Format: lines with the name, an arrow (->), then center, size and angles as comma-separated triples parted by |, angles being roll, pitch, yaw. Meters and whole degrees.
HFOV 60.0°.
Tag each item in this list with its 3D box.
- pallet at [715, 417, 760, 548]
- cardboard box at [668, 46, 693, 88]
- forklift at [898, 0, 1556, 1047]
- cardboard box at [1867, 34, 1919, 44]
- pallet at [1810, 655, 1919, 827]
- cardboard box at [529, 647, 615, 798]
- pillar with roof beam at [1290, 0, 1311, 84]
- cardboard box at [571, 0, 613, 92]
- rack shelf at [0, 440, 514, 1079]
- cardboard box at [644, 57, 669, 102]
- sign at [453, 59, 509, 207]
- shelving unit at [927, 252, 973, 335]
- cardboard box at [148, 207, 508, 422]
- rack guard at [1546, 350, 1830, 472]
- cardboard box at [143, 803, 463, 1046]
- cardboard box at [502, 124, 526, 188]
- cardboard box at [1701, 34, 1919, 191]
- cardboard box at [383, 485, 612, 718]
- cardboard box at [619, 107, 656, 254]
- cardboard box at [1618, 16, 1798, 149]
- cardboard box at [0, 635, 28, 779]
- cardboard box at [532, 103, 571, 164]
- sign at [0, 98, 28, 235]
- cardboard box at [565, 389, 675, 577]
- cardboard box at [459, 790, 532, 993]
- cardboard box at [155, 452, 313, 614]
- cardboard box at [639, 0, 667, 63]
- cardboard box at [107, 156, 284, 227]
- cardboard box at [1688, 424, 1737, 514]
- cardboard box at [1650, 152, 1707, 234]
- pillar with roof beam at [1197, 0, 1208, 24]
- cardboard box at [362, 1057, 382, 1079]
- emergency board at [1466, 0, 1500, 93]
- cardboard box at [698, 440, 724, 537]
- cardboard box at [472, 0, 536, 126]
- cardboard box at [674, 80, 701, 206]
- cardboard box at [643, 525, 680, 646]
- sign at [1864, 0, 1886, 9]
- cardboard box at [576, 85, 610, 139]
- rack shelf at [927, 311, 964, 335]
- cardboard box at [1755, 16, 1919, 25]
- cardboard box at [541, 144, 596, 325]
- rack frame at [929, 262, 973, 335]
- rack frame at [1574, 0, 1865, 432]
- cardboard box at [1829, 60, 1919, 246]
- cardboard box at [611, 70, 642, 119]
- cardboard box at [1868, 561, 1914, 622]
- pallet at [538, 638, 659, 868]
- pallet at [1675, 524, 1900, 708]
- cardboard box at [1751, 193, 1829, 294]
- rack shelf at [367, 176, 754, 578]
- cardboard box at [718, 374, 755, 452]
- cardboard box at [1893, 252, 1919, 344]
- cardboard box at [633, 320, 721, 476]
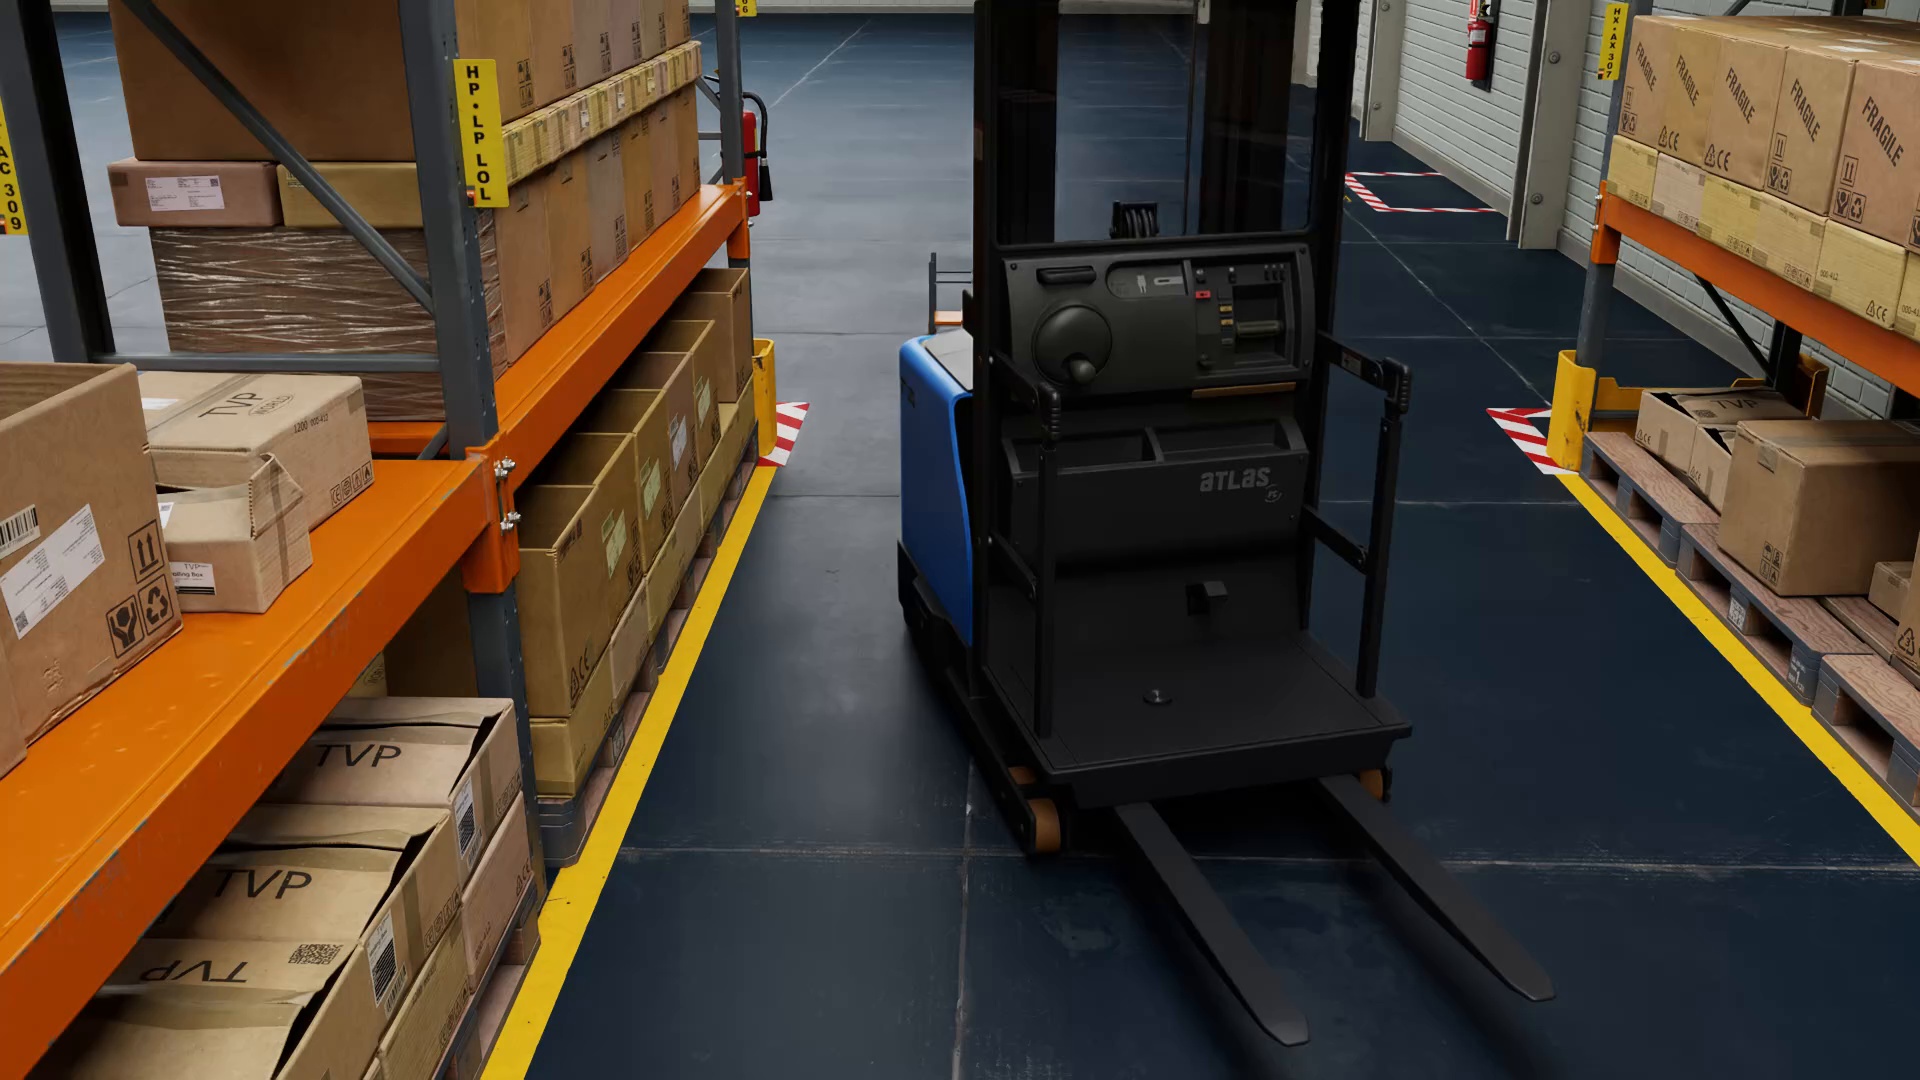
pallet -> -1.484, -0.283, 7.466 | 1.003, 0.211, 1.213 | 1, 21, 2
cardboard box -> -1.330, -1.974, 6.934 | 0.380, 0.149, 0.250 | 1, 21, 3
forklift -> 0.639, -0.626, 4.590 | 1.130, 2.935, 3.031 | -5, 22, -14
cardboard box -> 3.611, -1.554, 6.030 | 0.500, 0.500, 0.500 | 0, 21, 0
pallet -> 3.313, 0.696, 4.942 | 1.003, 0.211, 1.213 | 1, 21, 2
cardboard box -> -1.307, 0.508, 4.793 | 0.500, 0.250, 0.500 | 1, 21, 2
pillar with roof beam -> 0.537, -10.896, 22.672 | 9.100, 9.000, 0.400 | 1, 21, 2
cardboard box -> -1.571, -1.770, 5.512 | 0.700, 0.500, 0.500 | 1, 21, 2
rack shelf -> -1.685, 0.645, 2.214 | 1.077, 0.370, 4.000 | 1, 21, 2
cardboard box -> -1.348, -1.790, 6.462 | 0.380, 0.149, 0.250 | 1, 21, 2
sign -> -1.081, -0.914, 3.746 | 0.100, 0.325, 0.005 | 1, 21, 2
shelving unit -> 0.000, -0.565, 6.825 | 0.258, 1.200, 0.189 | 1, 21, 2
cardboard box -> -1.617, -0.621, 4.343 | 0.700, 0.500, 0.500 | 0, 21, 0
rack guard -> 3.447, -0.614, 7.920 | 1.175, 0.500, 0.348 | 1, 21, 2
cardboard box -> -1.359, 0.749, 3.397 | 0.500, 0.311, 0.500 | 1, 21, 3
cardboard box -> -1.409, -1.042, 4.532 | 0.380, 0.149, 0.250 | 0, 21, 0
cardboard box -> 3.087, -1.561, 6.048 | 0.500, 0.500, 0.500 | 0, 21, 0
cardboard box -> -1.297, 0.159, 4.657 | 0.500, 0.500, 0.500 | 1, 21, 2
cardboard box -> -1.561, -1.368, 6.270 | 0.700, 0.500, 0.500 | 1, 21, 2
cardboard box -> 3.134, -1.926, 6.990 | 0.500, 0.500, 0.500 | 1, 21, 2
cardboard box -> -1.695, 0.189, 2.257 | 0.500, 0.500, 0.500 | 1, 21, 2
cardboard box -> -1.392, -1.227, 5.009 | 0.380, 0.149, 0.250 | 0, 21, 0
sign -> -2.179, -0.860, 3.791 | 0.100, 0.325, 0.005 | 1, 21, 2
cardboard box -> -1.267, -0.203, 5.589 | 0.500, 0.500, 0.500 | 1, 21, 2
cardboard box -> -1.347, 0.826, 3.975 | 0.500, 0.250, 0.500 | 0, 21, 1
cardboard box -> -1.467, -0.031, 3.148 | 0.396, 0.266, 0.258 | 0, 21, 0
cardboard box -> -1.542, -2.133, 6.448 | 0.700, 0.500, 0.500 | 0, 21, 0
cardboard box -> -1.830, -0.863, 4.072 | 0.380, 0.149, 0.250 | 1, 21, 2
cardboard box -> 3.321, -0.303, 6.772 | 0.500, 0.311, 0.500 | 2, 21, 6
cardboard box -> 3.115, -1.385, 6.632 | 0.500, 0.250, 0.500 | 0, 21, 0
pillar with roof beam -> 0.902, -15.235, 33.854 | 9.100, 9.000, 0.400 | 1, 21, 2
cardboard box -> -1.379, 1.194, 3.027 | 0.500, 0.250, 0.500 | 1, 21, 3
emergency board -> 4.588, -4.606, 14.754 | 0.194, 1.169, 0.643 | 1, 21, 2
cardboard box -> -1.240, -0.215, 6.656 | 0.500, 0.250, 0.500 | 1, 21, 2
cardboard box -> -1.603, -1.408, 4.580 | 0.700, 0.500, 0.500 | 1, 21, 1
cardboard box -> -1.529, -1.738, 7.222 | 0.700, 0.500, 0.500 | 1, 21, 2
cardboard box -> -1.266, 0.147, 5.724 | 0.500, 0.250, 0.500 | 1, 21, 2
sign -> 4.003, -2.480, 7.237 | 0.100, 0.325, 0.005 | 1, 21, 2
cardboard box -> -1.379, -1.418, 5.501 | 0.380, 0.149, 0.250 | 0, 21, 1
rack shelf -> 0.000, -0.859, 6.711 | 0.258, 0.103, 0.180 | 1, 21, 2
cardboard box -> 3.647, -1.923, 6.981 | 0.500, 0.500, 0.500 | 0, 21, 1
cardboard box -> -1.588, -0.993, 5.302 | 0.700, 0.500, 0.500 | 1, 21, 2
rack frame -> -0.002, -0.532, 6.740 | 0.240, 1.200, 0.006 | 1, 21, 2
rack frame -> 3.449, -1.807, 7.538 | 1.000, 3.000, 0.127 | 1, 21, 2
cardboard box -> 3.068, -1.186, 5.082 | 0.500, 0.500, 0.500 | 0, 21, 0
cardboard box -> -1.361, -1.600, 5.972 | 0.380, 0.149, 0.250 | 1, 21, 3
cardboard box -> 3.396, 0.186, 5.737 | 0.380, 0.149, 0.250 | -1, 21, -3
pallet -> -1.558, 0.599, 5.192 | 1.003, 0.211, 1.213 | 1, 21, 2
pallet -> 3.347, 0.254, 6.082 | 1.003, 0.211, 1.213 | 1, 21, 2
cardboard box -> 3.076, -1.018, 5.686 | 0.500, 0.250, 0.500 | 1, 21, 2
rack shelf -> -1.563, -0.801, 5.942 | 1.077, 0.370, 4.000 | 1, 21, 2
cardboard box -> -1.223, -0.576, 7.589 | 0.500, 0.250, 0.500 | 1, 21, 2
cardboard box -> 3.062, -0.654, 4.748 | 0.500, 0.250, 0.500 | 1, 21, 2
cardboard box -> -1.237, -0.564, 6.521 | 0.500, 0.500, 0.500 | 1, 21, 2
